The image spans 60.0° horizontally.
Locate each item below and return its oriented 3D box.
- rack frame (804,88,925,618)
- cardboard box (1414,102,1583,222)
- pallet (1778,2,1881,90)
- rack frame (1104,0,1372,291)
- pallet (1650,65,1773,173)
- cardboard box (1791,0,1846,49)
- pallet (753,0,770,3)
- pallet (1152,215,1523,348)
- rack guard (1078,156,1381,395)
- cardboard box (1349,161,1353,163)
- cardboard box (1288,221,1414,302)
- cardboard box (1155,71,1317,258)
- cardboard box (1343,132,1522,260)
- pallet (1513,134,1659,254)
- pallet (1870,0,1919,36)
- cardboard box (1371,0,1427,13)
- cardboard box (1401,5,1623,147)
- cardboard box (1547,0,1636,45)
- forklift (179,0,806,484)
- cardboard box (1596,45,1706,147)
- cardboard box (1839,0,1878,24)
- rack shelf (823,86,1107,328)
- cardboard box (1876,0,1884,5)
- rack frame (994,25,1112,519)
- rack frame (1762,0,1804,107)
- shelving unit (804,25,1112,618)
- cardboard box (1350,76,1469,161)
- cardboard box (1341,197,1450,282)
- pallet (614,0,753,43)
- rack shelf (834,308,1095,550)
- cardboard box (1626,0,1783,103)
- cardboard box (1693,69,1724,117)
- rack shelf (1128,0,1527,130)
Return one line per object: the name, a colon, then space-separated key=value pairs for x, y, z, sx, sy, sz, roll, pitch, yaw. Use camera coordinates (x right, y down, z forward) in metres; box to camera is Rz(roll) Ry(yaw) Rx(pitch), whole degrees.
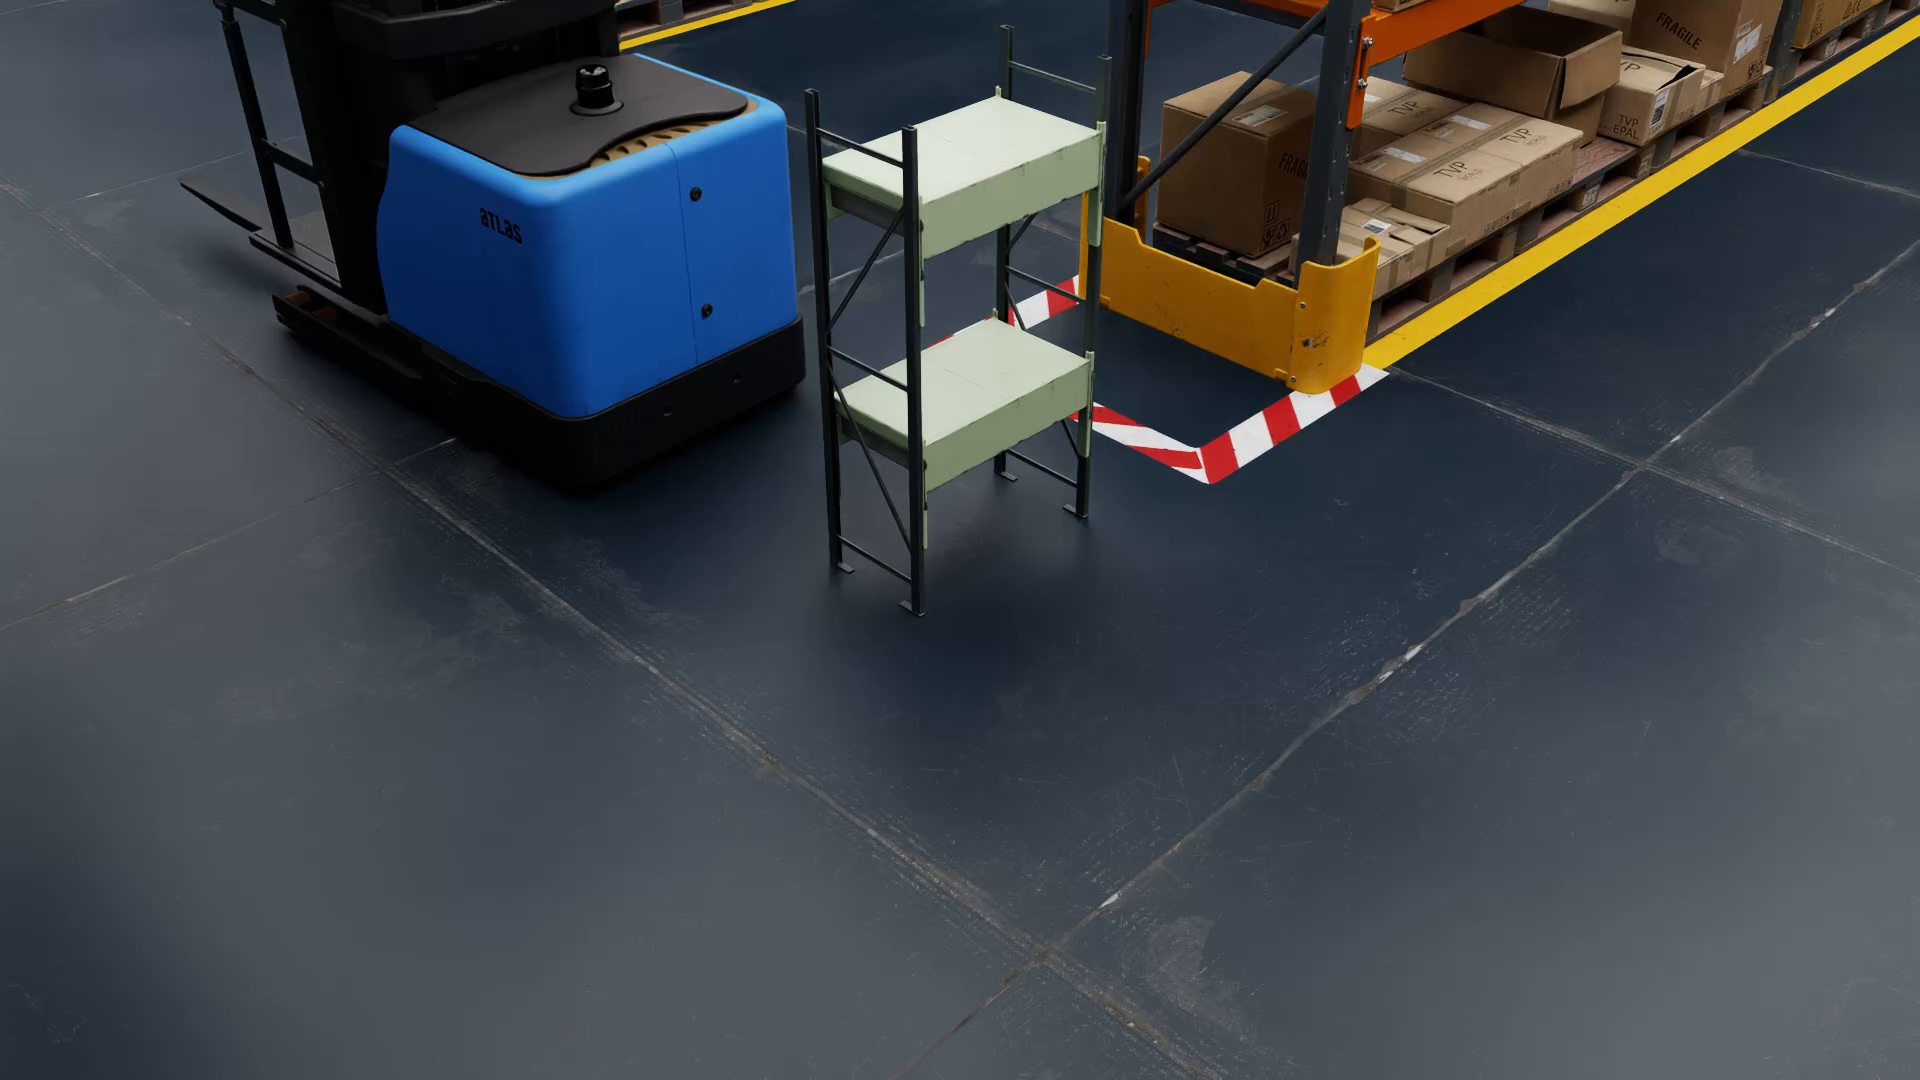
rack frame: x=-0.253 y=-0.469 z=4.612 sx=0.400 sy=1.500 sz=0.023 roll=30 pitch=45 yaw=35
cardboard box: x=2.216 y=-1.579 z=6.910 sx=0.500 sy=0.250 sz=0.500 roll=30 pitch=45 yaw=35
pallet: x=4.292 y=-2.839 z=9.136 sx=1.003 sy=0.211 sz=1.213 roll=30 pitch=45 yaw=35
rack frame: x=0.927 y=-2.014 z=5.515 sx=1.000 sy=3.000 sz=0.127 roll=30 pitch=45 yaw=35
pallet: x=3.261 y=-2.215 z=8.242 sx=1.003 sy=0.211 sz=1.213 roll=30 pitch=45 yaw=35
cardboard box: x=4.259 y=-2.891 z=8.573 sx=0.500 sy=0.500 sz=0.500 roll=27 pitch=43 yaw=33
pallet: x=-1.117 y=-3.680 z=10.342 sx=1.003 sy=0.211 sz=1.213 roll=30 pitch=45 yaw=35
pallet: x=1.542 y=-1.225 z=6.822 sx=1.003 sy=0.211 sz=1.213 roll=30 pitch=45 yaw=35
rack guard: x=0.981 y=-1.019 z=6.274 sx=1.175 sy=0.500 sz=0.348 roll=30 pitch=45 yaw=35
cardboard box: x=1.485 y=-1.480 z=6.842 sx=0.380 sy=0.166 sz=0.250 roll=30 pitch=45 yaw=35
cardboard box: x=1.466 y=-1.056 z=6.250 sx=0.380 sy=0.149 sz=0.250 roll=30 pitch=45 yaw=35
cardboard box: x=1.135 y=-1.489 z=6.563 sx=0.500 sy=0.500 sz=0.500 roll=30 pitch=45 yaw=35
cardboard box: x=1.864 y=-1.376 z=6.619 sx=0.500 sy=0.250 sz=0.500 roll=30 pitch=45 yaw=35
pallet: x=2.401 y=-1.717 z=7.528 sx=1.003 sy=0.211 sz=1.213 roll=30 pitch=45 yaw=35
pallet: x=5.151 y=-3.337 z=9.850 sx=1.003 sy=0.211 sz=1.213 roll=30 pitch=45 yaw=35
cardboard box: x=1.427 y=-2.129 z=5.592 sx=0.500 sy=0.500 sz=0.500 roll=-29 pitch=44 yaw=-35
cardboard box: x=2.425 y=-2.029 z=7.335 sx=0.797 sy=0.503 sz=0.637 roll=30 pitch=45 yaw=35
cardboard box: x=3.296 y=-2.632 z=8.367 sx=0.500 sy=0.311 sz=0.500 roll=30 pitch=45 yaw=35
forklift: x=-1.978 y=-2.107 z=5.709 sx=3.031 sy=2.935 sz=1.130 roll=28 pitch=43 yaw=34
cardboard box: x=3.017 y=-2.065 z=7.555 sx=0.500 sy=0.311 sz=0.500 roll=30 pitch=45 yaw=35
cardboard box: x=4.627 y=-3.112 z=8.890 sx=0.500 sy=0.500 sz=0.500 roll=-29 pitch=44 yaw=-35
rack shelf: x=0.005 y=-0.938 z=4.602 sx=0.431 sy=0.370 sz=0.720 roll=30 pitch=45 yaw=35
cardboard box: x=4.984 y=-3.312 z=9.177 sx=0.500 sy=0.500 sz=0.500 roll=-29 pitch=44 yaw=-35
rack frame: x=0.263 y=-0.766 z=5.038 sx=0.400 sy=1.500 sz=0.023 roll=30 pitch=45 yaw=35
rack frame: x=3.745 y=-3.637 z=7.843 sx=1.000 sy=3.000 sz=0.127 roll=30 pitch=45 yaw=35
shelving unit: x=0.005 y=-0.618 z=4.825 sx=0.431 sy=1.500 sz=0.755 roll=30 pitch=45 yaw=35
cardboard box: x=1.826 y=-1.760 z=7.170 sx=0.500 sy=0.250 sz=0.500 roll=30 pitch=45 yaw=35
cardboard box: x=1.642 y=-1.165 z=6.390 sx=0.380 sy=0.166 sz=0.250 roll=30 pitch=45 yaw=35
pallet: x=-1.977 y=-3.187 z=9.635 sx=1.003 sy=0.211 sz=1.213 roll=30 pitch=45 yaw=35
rack shelf: x=0.005 y=-0.350 z=5.011 sx=0.431 sy=0.370 sz=0.720 roll=30 pitch=45 yaw=35
cardboard box: x=3.545 y=-2.447 z=7.937 sx=0.500 sy=0.500 sz=0.500 roll=30 pitch=45 yaw=35
cardboard box: x=3.324 y=-2.126 z=7.785 sx=0.380 sy=0.149 sz=0.250 roll=30 pitch=45 yaw=35
rack shelf: x=2.336 y=-2.530 z=6.885 sx=1.077 sy=0.370 sz=4.000 roll=30 pitch=45 yaw=35
